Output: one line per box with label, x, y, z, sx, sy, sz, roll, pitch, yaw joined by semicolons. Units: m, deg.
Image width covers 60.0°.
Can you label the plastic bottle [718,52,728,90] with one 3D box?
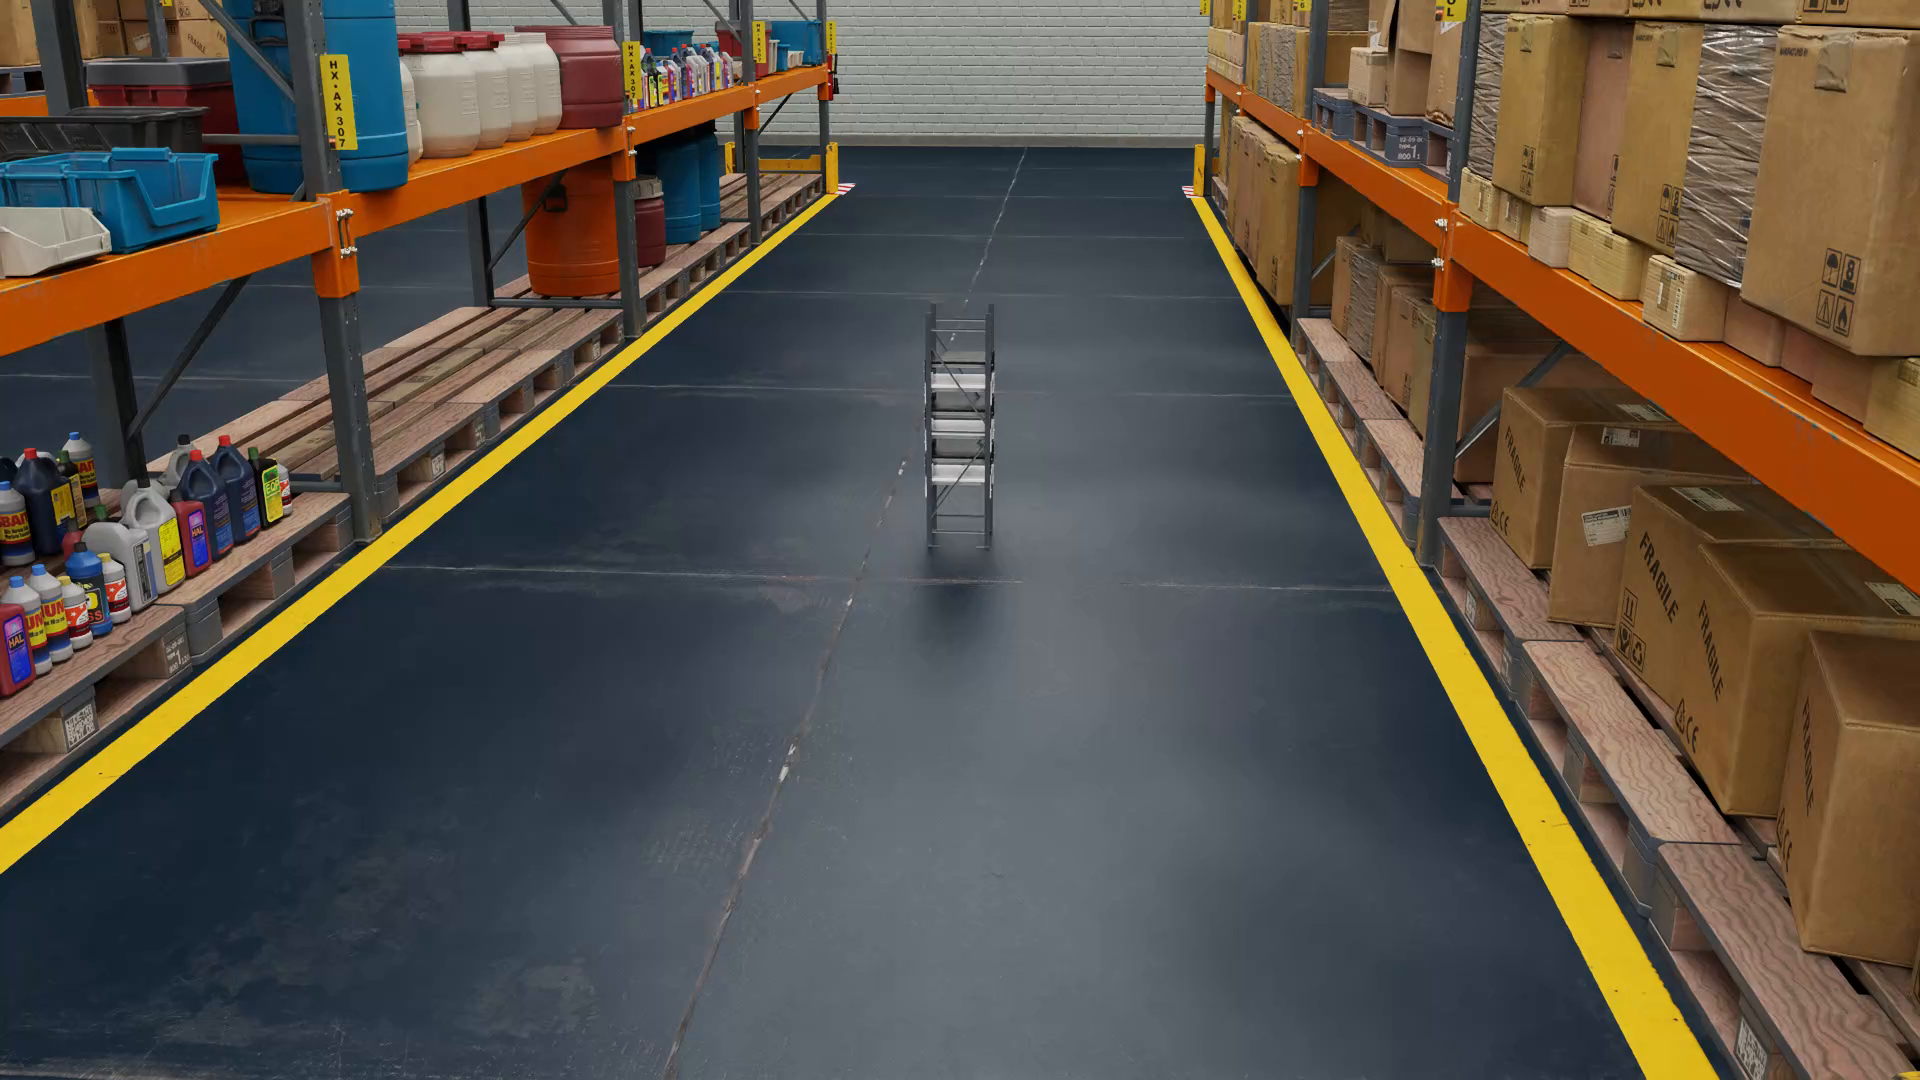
plastic bottle;-1.854;-3.662;12.968;0.061;0.283;0.133;1;18;4

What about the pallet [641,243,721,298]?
pallet;-2.359;-1.976;12.114;1.003;0.211;1.213;1;18;4

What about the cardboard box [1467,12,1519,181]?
cardboard box;2.096;-1.375;5.163;0.875;0.500;0.500;1;18;4

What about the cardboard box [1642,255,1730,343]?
cardboard box;1.720;-0.524;3.608;0.380;0.149;0.250;1;18;4

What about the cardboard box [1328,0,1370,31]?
cardboard box;2.545;-3.318;9.959;0.797;0.503;0.637;2;18;6

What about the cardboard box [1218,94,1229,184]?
cardboard box;3.084;-4.041;16.675;0.875;0.875;0.875;1;18;4

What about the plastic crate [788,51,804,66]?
plastic crate;-1.768;-4.808;16.605;0.396;0.136;0.243;1;18;4

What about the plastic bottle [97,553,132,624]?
plastic bottle;-2.543;0.140;4.966;0.097;0.201;0.097;0;18;0

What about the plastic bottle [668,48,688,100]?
plastic bottle;-1.995;-3.261;11.638;0.144;0.351;0.185;1;18;4

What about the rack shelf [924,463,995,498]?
rack shelf;0.001;-0.227;6.357;0.258;0.077;0.200;1;18;4

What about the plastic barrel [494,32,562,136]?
plastic barrel;-2.324;-2.406;8.769;0.421;0.512;0.421;0;18;0

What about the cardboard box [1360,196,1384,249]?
cardboard box;2.458;-1.735;9.006;0.500;0.250;0.500;2;18;6

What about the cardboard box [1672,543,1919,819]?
cardboard box;2.037;0.332;3.932;0.500;0.500;0.500;3;18;9

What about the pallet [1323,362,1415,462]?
pallet;2.329;-0.621;7.979;1.003;0.211;1.213;1;18;4

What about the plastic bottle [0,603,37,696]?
plastic bottle;-2.562;0.263;4.459;0.061;0.283;0.133;2;18;5

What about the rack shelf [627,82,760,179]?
rack shelf;-2.320;-2.957;11.784;1.077;0.370;4.000;1;18;4

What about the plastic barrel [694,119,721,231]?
plastic barrel;-2.233;-2.953;13.314;0.600;0.901;0.708;1;18;4

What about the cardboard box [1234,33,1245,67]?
cardboard box;2.533;-4.022;13.644;0.500;0.250;0.500;1;18;3

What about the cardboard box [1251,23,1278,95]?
cardboard box;2.446;-3.563;12.319;0.500;0.500;0.500;1;18;4

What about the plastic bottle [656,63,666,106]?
plastic bottle;-2.015;-3.035;11.076;0.097;0.271;0.097;0;18;0

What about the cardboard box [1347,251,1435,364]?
cardboard box;2.421;-1.207;8.596;0.700;0.500;0.500;0;18;-1

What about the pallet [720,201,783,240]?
pallet;-2.163;-2.824;14.701;1.003;0.211;1.213;1;18;4

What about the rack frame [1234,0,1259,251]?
rack frame;2.763;-3.809;13.230;1.000;3.000;0.127;1;18;4

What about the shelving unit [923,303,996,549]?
shelving unit;0.001;-0.430;6.291;0.258;0.900;0.210;1;18;4

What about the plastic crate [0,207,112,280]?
plastic crate;-2.614;-0.800;4.470;0.530;0.136;0.437;1;18;4

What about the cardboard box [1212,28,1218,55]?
cardboard box;2.716;-4.817;16.069;0.500;0.250;0.500;1;18;3

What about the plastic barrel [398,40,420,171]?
plastic barrel;-2.463;-1.792;6.856;0.433;0.535;0.433;0;18;0

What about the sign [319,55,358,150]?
sign;-2.202;-1.551;5.894;0.100;0.325;0.005;1;18;4

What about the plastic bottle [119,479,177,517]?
plastic bottle;-2.672;-0.079;5.515;0.152;0.276;0.135;1;18;4

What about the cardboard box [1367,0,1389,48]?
cardboard box;2.478;-2.645;8.843;0.500;0.500;0.500;-1;18;-3

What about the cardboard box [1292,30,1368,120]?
cardboard box;2.265;-2.773;9.908;0.500;0.500;0.500;2;18;6

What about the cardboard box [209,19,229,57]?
cardboard box;-6.775;-4.390;14.843;0.500;0.500;0.500;2;18;5

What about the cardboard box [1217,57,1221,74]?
cardboard box;2.606;-4.430;15.528;0.380;0.149;0.250;1;18;3

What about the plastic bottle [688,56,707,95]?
plastic bottle;-1.955;-3.419;12.239;0.152;0.276;0.135;1;18;4

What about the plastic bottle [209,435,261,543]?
plastic bottle;-2.509;-0.179;5.699;0.144;0.351;0.185;1;18;2

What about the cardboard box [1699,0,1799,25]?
cardboard box;1.765;-1.233;3.125;0.500;0.500;0.500;1;18;4

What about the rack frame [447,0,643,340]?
rack frame;-2.464;-2.677;9.776;1.000;3.000;0.127;1;18;4

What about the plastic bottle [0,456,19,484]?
plastic bottle;-3.222;-0.144;5.592;0.144;0.351;0.185;2;18;5

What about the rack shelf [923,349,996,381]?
rack shelf;0.001;-0.655;6.217;0.258;0.077;0.200;1;18;4

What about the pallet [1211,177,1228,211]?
pallet;3.071;-3.476;16.693;1.003;0.211;1.213;1;18;4

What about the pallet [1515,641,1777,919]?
pallet;2.092;0.590;4.283;1.003;0.211;1.213;1;18;4

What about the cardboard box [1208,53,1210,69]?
cardboard box;2.696;-4.829;16.747;0.380;0.149;0.250;1;18;5

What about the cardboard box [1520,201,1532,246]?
cardboard box;1.845;-0.911;4.791;0.380;0.149;0.250;1;18;4

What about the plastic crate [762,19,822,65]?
plastic crate;-1.728;-5.099;17.014;0.616;0.435;0.499;1;18;4

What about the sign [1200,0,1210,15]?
sign;2.497;-5.515;16.918;0.100;0.325;0.005;1;18;4

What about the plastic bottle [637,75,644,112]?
plastic bottle;-2.041;-2.850;10.491;0.061;0.283;0.133;1;18;4

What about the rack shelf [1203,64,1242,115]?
rack shelf;2.907;-4.088;15.238;1.077;0.370;4.000;1;18;4

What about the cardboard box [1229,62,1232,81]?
cardboard box;2.514;-4.031;14.312;0.380;0.149;0.250;2;18;5

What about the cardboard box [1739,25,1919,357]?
cardboard box;1.886;-0.599;2.796;0.875;0.500;0.500;1;18;4
